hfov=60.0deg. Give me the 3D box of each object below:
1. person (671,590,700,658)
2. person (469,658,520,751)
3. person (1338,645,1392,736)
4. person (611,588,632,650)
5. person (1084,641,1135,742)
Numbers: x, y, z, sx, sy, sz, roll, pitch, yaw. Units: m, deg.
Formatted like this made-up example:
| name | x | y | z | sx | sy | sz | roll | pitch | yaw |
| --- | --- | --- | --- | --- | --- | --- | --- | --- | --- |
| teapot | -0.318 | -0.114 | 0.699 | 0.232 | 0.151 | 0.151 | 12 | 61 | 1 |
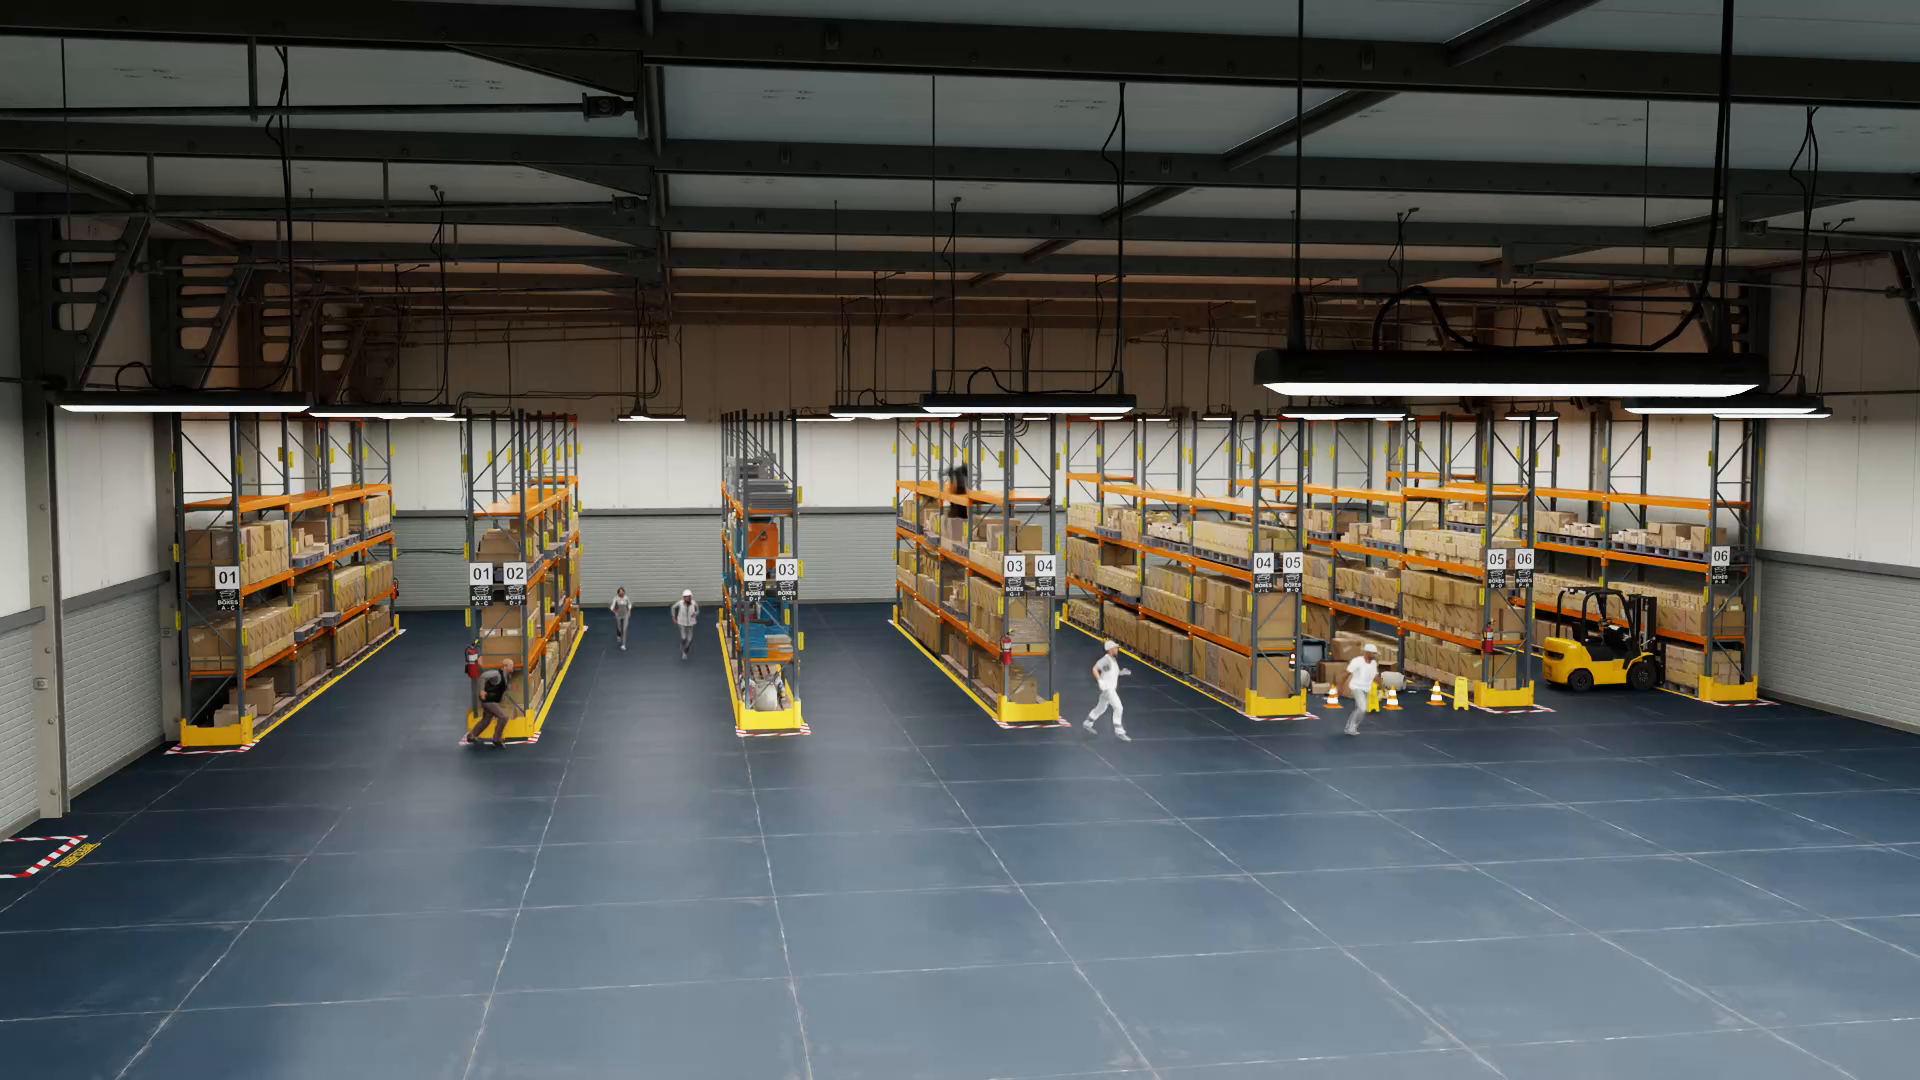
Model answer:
| name | x | y | z | sx | sy | sz | roll | pitch | yaw |
| --- | --- | --- | --- | --- | --- | --- | --- | --- | --- |
| person | -6.653 | 2.051 | 40.409 | 0.660 | 1.696 | 0.803 | -1 | 4 | -18 |
| person | -8.217 | 2.902 | 29.223 | 0.990 | 1.674 | 0.703 | 1 | 4 | 14 |
| person | 7.413 | 2.751 | 30.365 | 0.703 | 1.692 | 0.815 | -3 | 5 | -37 |
| person | -8.612 | 1.998 | 42.326 | 0.541 | 1.577 | 0.691 | -1 | 4 | -16 |
| person | 2.693 | 2.723 | 30.046 | 0.985 | 1.806 | 0.712 | 1 | 4 | 19 |
